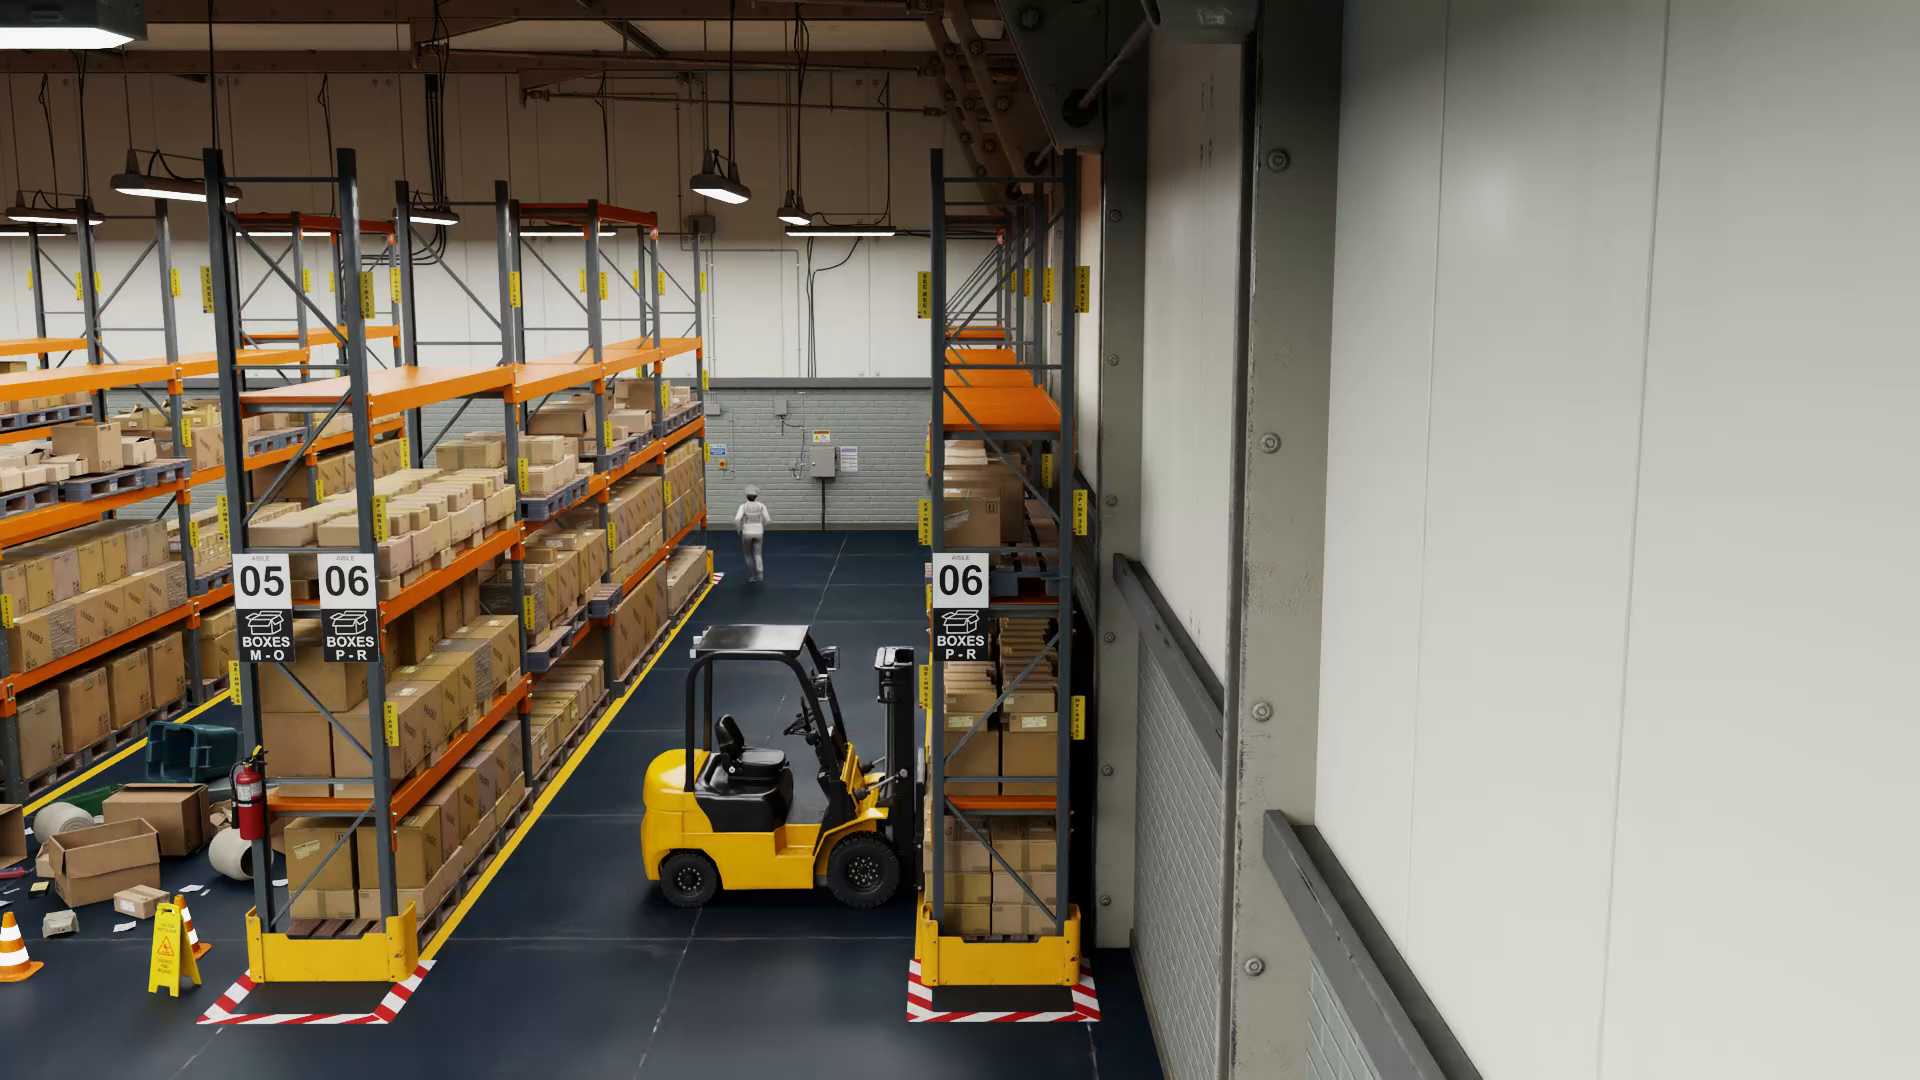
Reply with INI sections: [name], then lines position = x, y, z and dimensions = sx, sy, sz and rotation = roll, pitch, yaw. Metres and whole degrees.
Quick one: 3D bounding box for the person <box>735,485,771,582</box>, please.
[person]
position = -3.450, -0.069, 27.627
dimensions = 0.612, 1.678, 0.885
rotation = -2, 9, -14
